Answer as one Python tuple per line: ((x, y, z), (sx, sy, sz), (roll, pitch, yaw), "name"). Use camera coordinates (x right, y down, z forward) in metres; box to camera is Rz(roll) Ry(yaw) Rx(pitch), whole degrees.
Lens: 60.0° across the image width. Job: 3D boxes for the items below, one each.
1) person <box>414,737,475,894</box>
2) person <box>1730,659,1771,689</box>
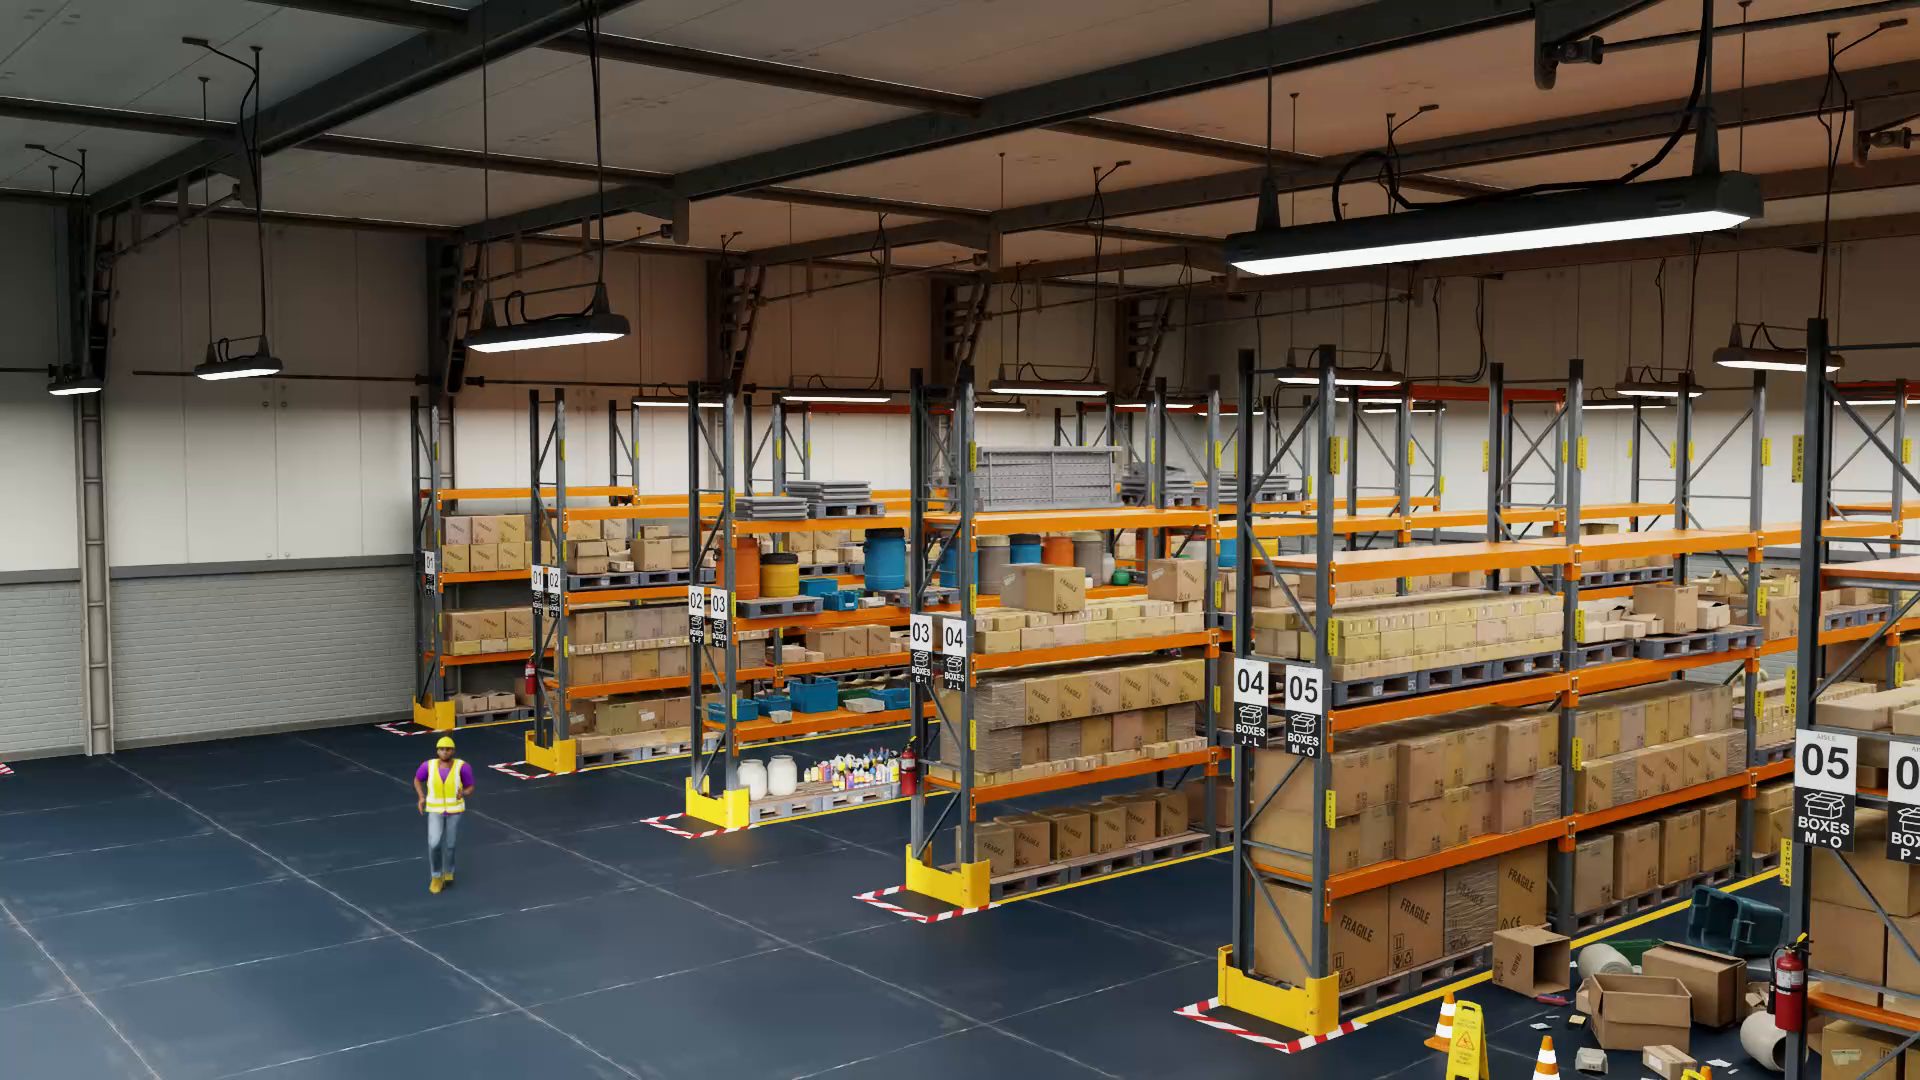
((-5.933, 3.164, 19.165), (0.672, 1.801, 0.739), (-1, 4, -18), "person")
((13.314, 2.709, 27.923), (0.632, 1.607, 0.586), (1, 3, 10), "person")
